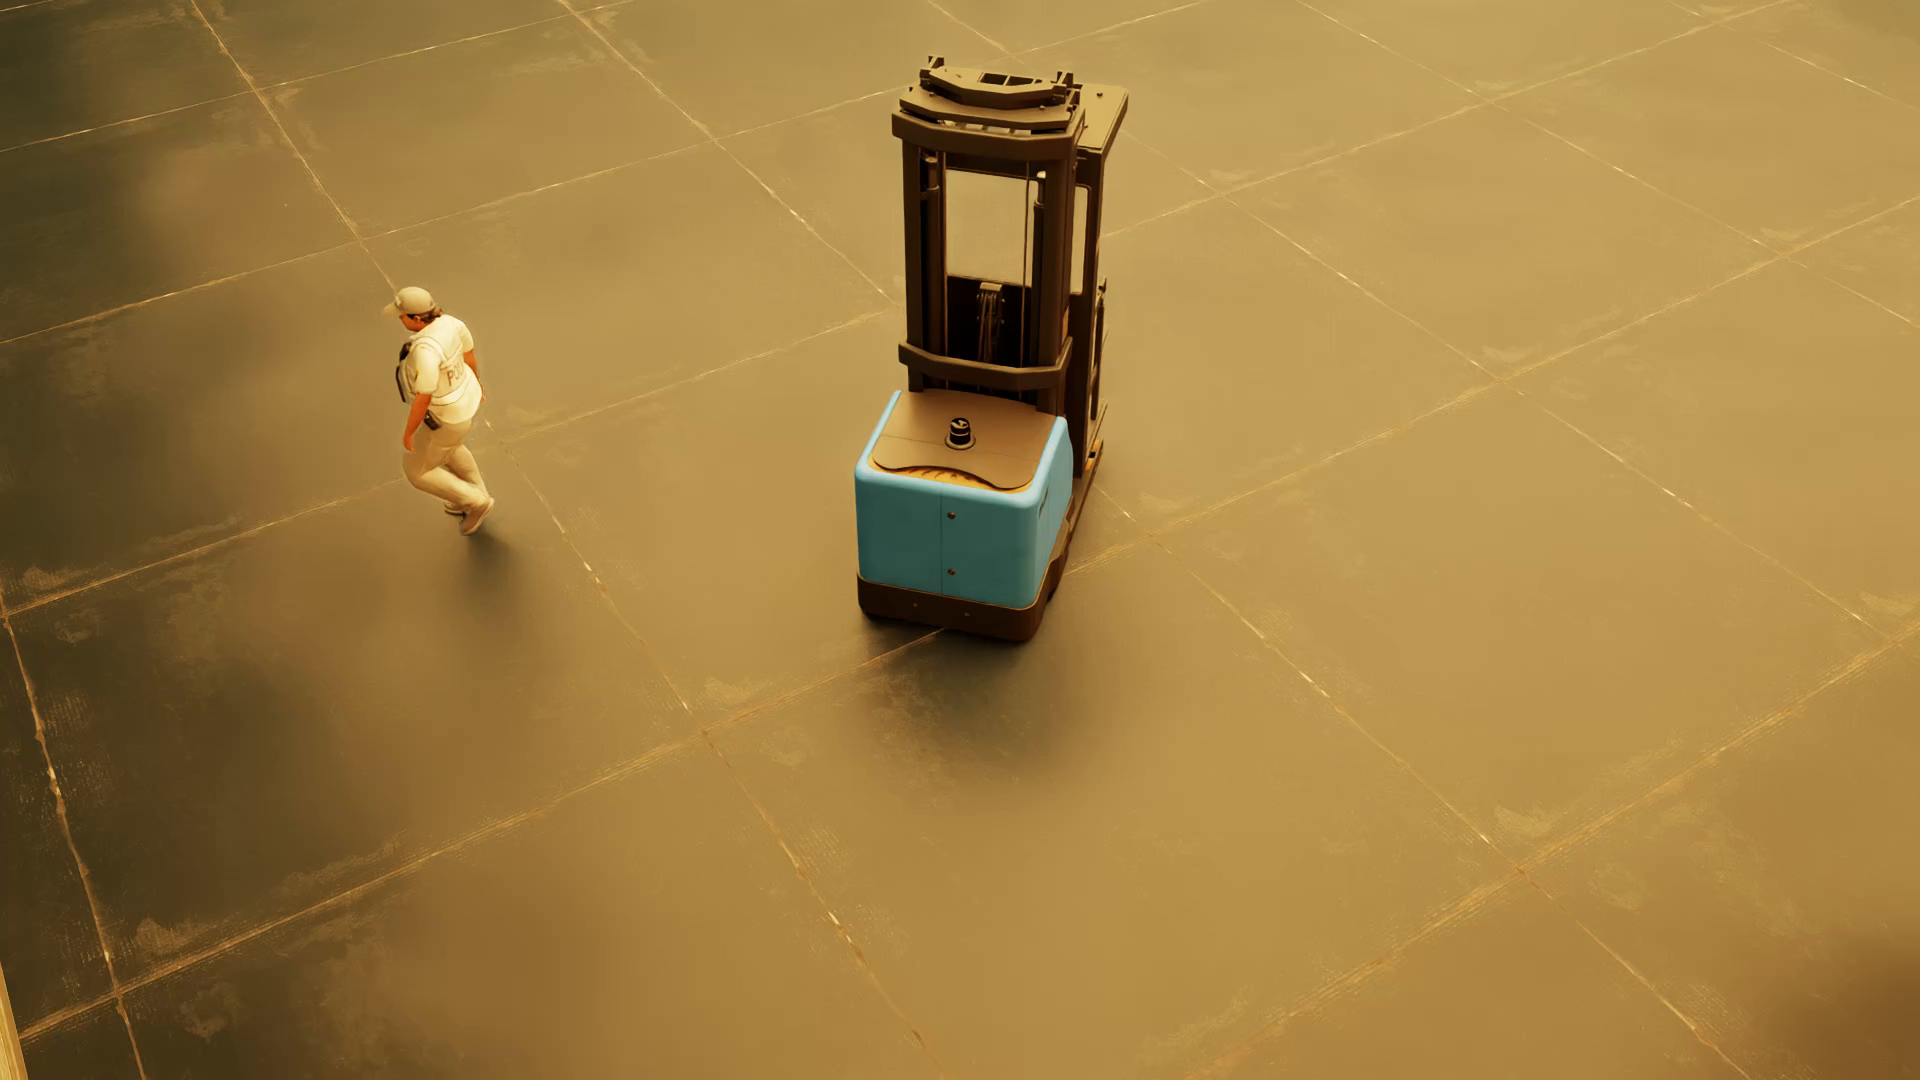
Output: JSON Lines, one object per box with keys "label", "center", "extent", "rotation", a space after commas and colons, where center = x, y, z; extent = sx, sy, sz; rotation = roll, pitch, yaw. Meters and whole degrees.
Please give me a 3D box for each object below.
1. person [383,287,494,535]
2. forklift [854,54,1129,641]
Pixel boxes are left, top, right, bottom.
{"label": "person", "center": [-3.028, -0.757, 9.719], "extent": [0.470, 1.645, 0.646], "rotation": [1, 41, 2]}
{"label": "forklift", "center": [0.293, -1.519, 9.609], "extent": [1.130, 2.935, 3.031], "rotation": [10, 42, 11]}
